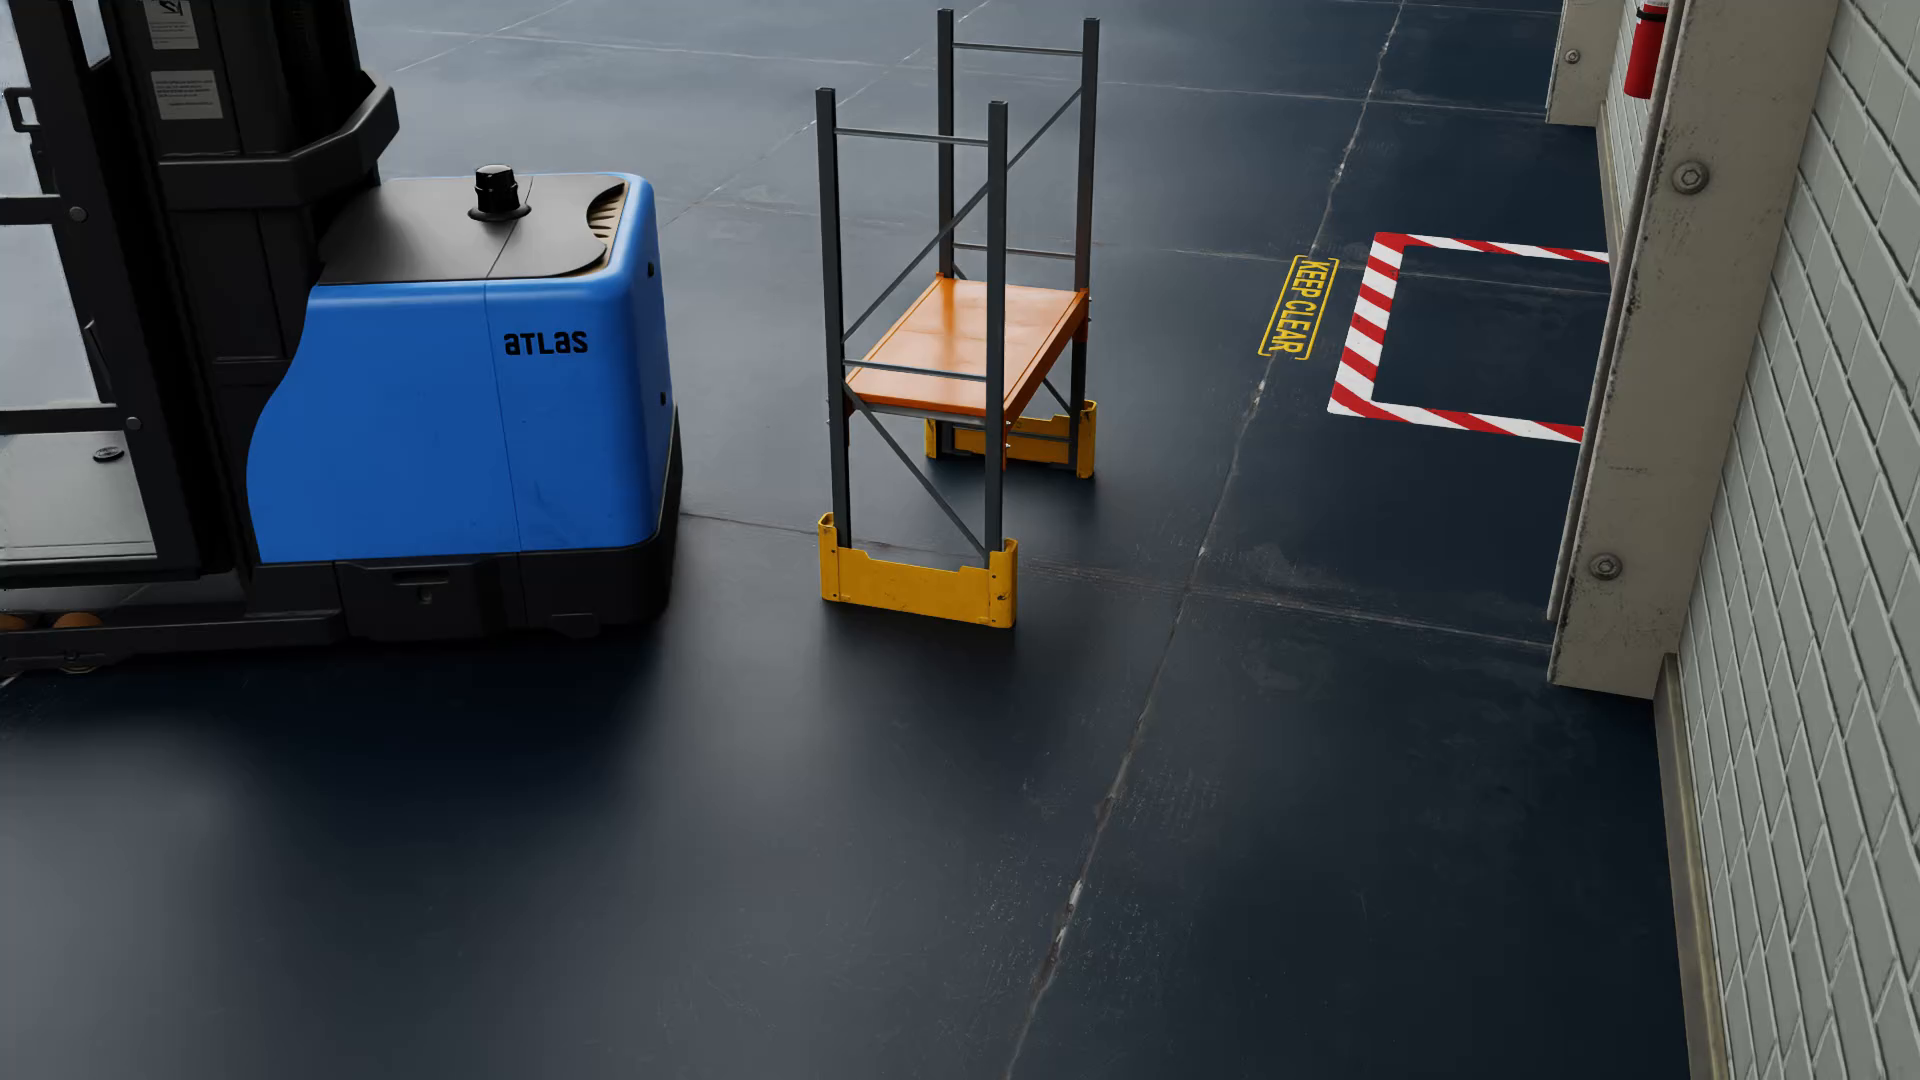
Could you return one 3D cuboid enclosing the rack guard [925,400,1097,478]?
[{"bbox_3d":[0.169,-0.376,5.669,0.587,0.250,0.087,8,30,15],"label":"rack guard"}]

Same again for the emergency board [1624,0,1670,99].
[{"bbox_3d":[2.575,-2.133,6.000,0.194,1.169,0.643,8,30,15],"label":"emergency board"}]

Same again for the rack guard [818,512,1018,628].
[{"bbox_3d":[-0.124,0.087,4.837,0.587,0.250,0.087,8,30,15],"label":"rack guard"}]

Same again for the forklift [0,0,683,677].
[{"bbox_3d":[-2.387,-1.173,4.343,3.031,2.935,1.130,-3,29,-5],"label":"forklift"}]

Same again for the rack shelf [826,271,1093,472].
[{"bbox_3d":[0.025,-0.538,5.044,0.538,0.185,1.000,8,30,15],"label":"rack shelf"}]

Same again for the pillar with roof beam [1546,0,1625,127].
[{"bbox_3d":[-0.541,-7.015,8.603,9.100,9.000,0.400,8,30,15],"label":"pillar with roof beam"}]

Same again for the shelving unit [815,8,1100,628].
[{"bbox_3d":[0.022,-0.691,4.949,0.587,1.500,1.083,8,30,15],"label":"shelving unit"}]

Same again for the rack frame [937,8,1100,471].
[{"bbox_3d":[0.174,-0.931,5.381,0.500,1.500,0.032,8,30,15],"label":"rack frame"}]

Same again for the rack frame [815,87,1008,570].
[{"bbox_3d":[-0.124,-0.459,4.532,0.500,1.500,0.032,8,30,15],"label":"rack frame"}]

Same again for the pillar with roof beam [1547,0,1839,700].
[{"bbox_3d":[-2.302,-4.226,3.591,9.100,9.000,0.400,8,30,15],"label":"pillar with roof beam"}]
